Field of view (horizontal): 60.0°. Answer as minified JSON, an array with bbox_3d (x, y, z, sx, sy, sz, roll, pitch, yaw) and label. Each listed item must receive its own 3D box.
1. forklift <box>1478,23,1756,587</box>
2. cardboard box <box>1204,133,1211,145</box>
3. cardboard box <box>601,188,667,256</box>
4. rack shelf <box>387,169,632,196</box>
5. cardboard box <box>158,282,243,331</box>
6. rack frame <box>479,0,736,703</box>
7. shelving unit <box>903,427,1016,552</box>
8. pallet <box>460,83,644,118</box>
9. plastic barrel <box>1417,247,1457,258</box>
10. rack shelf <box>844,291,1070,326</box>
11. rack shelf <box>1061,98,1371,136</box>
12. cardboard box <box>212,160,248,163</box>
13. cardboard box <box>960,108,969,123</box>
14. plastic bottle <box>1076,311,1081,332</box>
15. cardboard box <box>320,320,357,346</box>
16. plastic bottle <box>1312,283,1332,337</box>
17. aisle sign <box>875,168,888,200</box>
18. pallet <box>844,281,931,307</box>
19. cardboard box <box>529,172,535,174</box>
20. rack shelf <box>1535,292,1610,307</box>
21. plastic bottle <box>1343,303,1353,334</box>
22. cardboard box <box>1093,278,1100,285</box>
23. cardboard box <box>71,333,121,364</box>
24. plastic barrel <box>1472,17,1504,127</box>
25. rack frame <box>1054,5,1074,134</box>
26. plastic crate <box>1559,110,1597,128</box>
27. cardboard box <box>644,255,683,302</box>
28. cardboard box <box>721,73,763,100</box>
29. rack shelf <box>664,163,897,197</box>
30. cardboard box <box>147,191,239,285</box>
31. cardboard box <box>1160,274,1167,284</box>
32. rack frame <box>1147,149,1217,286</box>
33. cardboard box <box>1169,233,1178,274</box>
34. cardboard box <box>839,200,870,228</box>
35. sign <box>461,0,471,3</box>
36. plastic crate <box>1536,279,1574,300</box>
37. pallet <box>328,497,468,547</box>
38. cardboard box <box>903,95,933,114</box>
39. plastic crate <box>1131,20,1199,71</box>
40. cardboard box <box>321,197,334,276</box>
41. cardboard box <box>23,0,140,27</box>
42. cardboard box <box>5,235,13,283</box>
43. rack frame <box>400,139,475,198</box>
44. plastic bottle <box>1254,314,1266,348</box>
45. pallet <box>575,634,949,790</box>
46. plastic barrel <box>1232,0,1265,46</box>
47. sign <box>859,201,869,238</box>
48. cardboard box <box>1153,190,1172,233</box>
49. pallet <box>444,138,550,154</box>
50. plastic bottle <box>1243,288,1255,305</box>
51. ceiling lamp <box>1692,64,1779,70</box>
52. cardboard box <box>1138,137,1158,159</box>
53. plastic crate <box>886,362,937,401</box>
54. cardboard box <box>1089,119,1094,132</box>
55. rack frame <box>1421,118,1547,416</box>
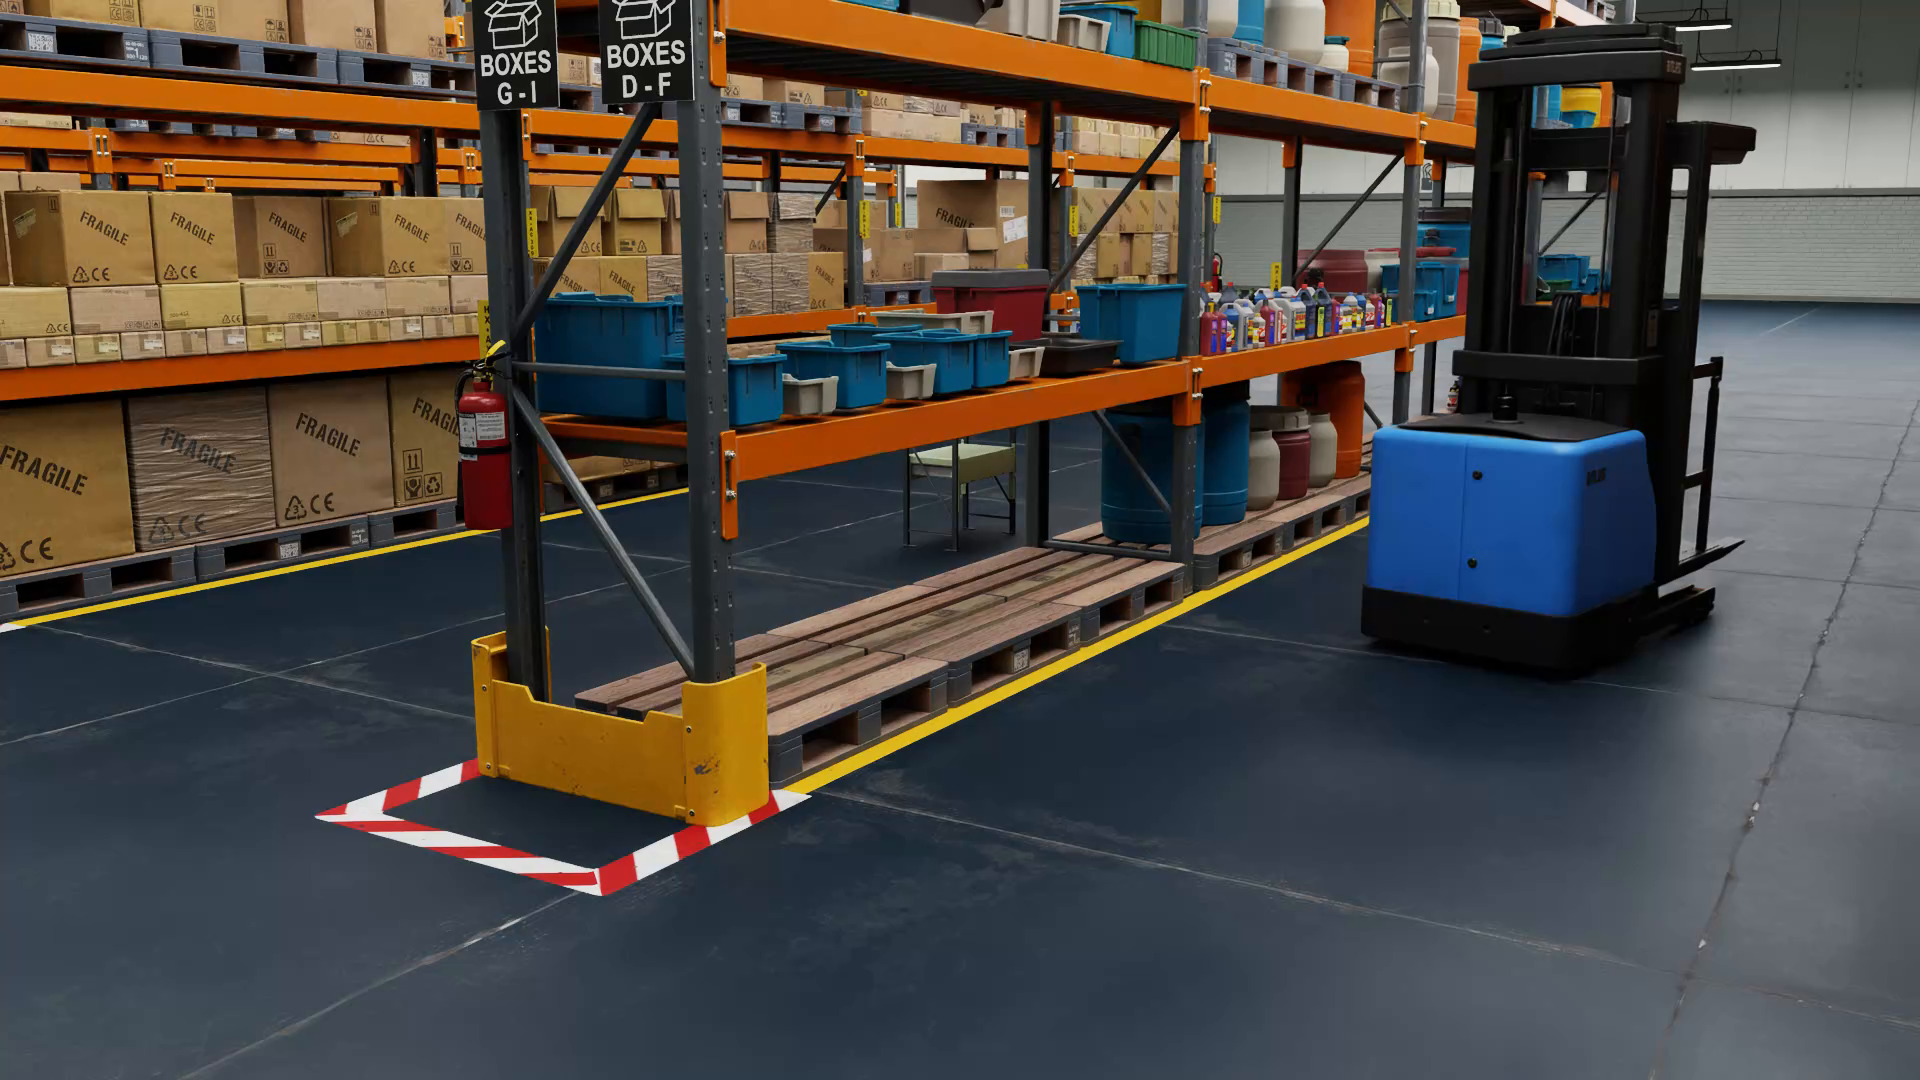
[{"bbox_3d":[3.305,-1.058,8.556,1.121,2.935,3.031,9,14,41],"label":"forklift"},{"bbox_3d":[2.956,-5.094,21.100,0.380,0.149,0.250,6,12,31],"label":"cardboard box"},{"bbox_3d":[-2.706,-2.434,12.720,0.797,0.503,0.637,7,12,31],"label":"cardboard box"},{"bbox_3d":[-6.674,-5.324,24.958,1.077,0.370,4.000,6,12,31],"label":"rack shelf"},{"bbox_3d":[-4.465,-1.338,9.462,0.500,0.250,0.500,6,12,29],"label":"cardboard box"},{"bbox_3d":[-1.240,-0.581,5.822,1.000,3.000,0.127,6,12,31],"label":"rack frame"},{"bbox_3d":[0.003,-0.738,10.736,0.431,1.500,0.755,6,12,31],"label":"shelving unit"},{"bbox_3d":[-2.963,-3.213,12.247,0.805,0.209,1.217,6,12,28],"label":"pallet"},{"bbox_3d":[4.306,-2.406,15.199,0.433,0.535,0.433,0,11,0],"label":"plastic barrel"},{"bbox_3d":[-0.281,-2.274,16.817,1.077,0.370,4.000,6,12,31],"label":"rack shelf"},{"bbox_3d":[1.875,-2.716,10.640,0.831,0.071,3.687,6,12,31],"label":"rack shelf"},{"bbox_3d":[-9.289,-4.931,20.634,0.700,0.500,0.500,6,12,31],"label":"cardboard box"},{"bbox_3d":[-0.131,-4.203,16.511,0.380,0.166,0.250,6,12,29],"label":"cardboard box"},{"bbox_3d":[0.765,-1.242,9.690,0.152,0.276,0.135,6,12,31],"label":"plastic bottle"},{"bbox_3d":[-3.942,-1.279,10.230,0.380,0.149,0.250,6,12,30],"label":"cardboard box"},{"bbox_3d":[2.356,-1.510,10.917,0.144,0.351,0.185,6,12,31],"label":"plastic bottle"},{"bbox_3d":[-1.060,-5.321,24.074,0.394,0.787,0.004,6,12,31],"label":"aisle sign"},{"bbox_3d":[-1.041,-2.341,15.741,1.213,0.211,1.003,6,12,31],"label":"pallet"},{"bbox_3d":[-6.539,-5.508,24.669,0.380,0.149,0.250,6,12,31],"label":"cardboard box"},{"bbox_3d":[6.028,-2.430,17.650,1.077,0.370,4.000,6,12,31],"label":"rack shelf"},{"bbox_3d":[2.620,-1.508,11.313,0.097,0.201,0.097,0,11,0],"label":"plastic bottle"},{"bbox_3d":[1.373,-2.903,18.909,0.380,0.149,0.250,6,12,31],"label":"cardboard box"},{"bbox_3d":[-4.742,-1.036,8.934,0.380,0.149,0.250,6,12,29],"label":"cardboard box"},{"bbox_3d":[4.232,-3.883,13.944,0.600,0.901,0.708,6,12,31],"label":"plastic barrel"},{"bbox_3d":[0.757,-5.891,17.879,1.000,3.000,0.127,6,12,31],"label":"rack frame"},{"bbox_3d":[6.334,-4.236,17.233,0.392,0.384,0.575,6,12,31],"label":"plastic crate"},{"bbox_3d":[-2.424,-1.939,12.803,0.500,0.500,0.500,6,12,29],"label":"cardboard box"},{"bbox_3d":[-1.948,-3.796,13.427,0.500,0.500,0.500,7,13,34],"label":"cardboard box"},{"bbox_3d":[-2.391,-4.867,22.517,1.077,0.370,4.000,6,12,31],"label":"rack shelf"},{"bbox_3d":[-4.470,-1.706,9.391,0.500,0.500,0.500,6,12,29],"label":"cardboard box"},{"bbox_3d":[2.338,-3.226,20.632,0.380,0.149,0.250,6,12,31],"label":"cardboard box"},{"bbox_3d":[2.834,-3.571,21.791,1.000,3.000,0.127,6,12,31],"label":"rack frame"},{"bbox_3d":[2.368,-3.592,20.825,0.875,0.500,0.500,6,12,31],"label":"cardboard box"},{"bbox_3d":[-1.785,-4.515,23.493,0.875,0.550,0.550,6,12,31],"label":"cardboard box"},{"bbox_3d":[-1.719,-2.054,5.823,0.100,0.325,0.005,6,12,31],"label":"sign"},{"bbox_3d":[5.936,-2.551,16.919,0.450,0.188,0.662,6,12,31],"label":"plastic crate"},{"bbox_3d":[-3.858,-0.201,11.368,1.003,0.211,1.213,6,12,31],"label":"pallet"},{"bbox_3d":[-0.589,-4.211,15.427,0.500,0.500,0.500,6,12,31],"label":"cardboard box"},{"bbox_3d":[0.875,-2.485,8.416,0.450,0.188,0.662,6,12,31],"label":"plastic crate"},{"bbox_3d":[-4.126,-1.997,10.946,0.500,0.500,0.500,6,12,31],"label":"cardboard box"},{"bbox_3d":[-4.854,-2.997,8.892,0.700,0.500,0.500,6,12,29],"label":"cardboard box"},{"bbox_3d":[-7.863,-2.184,13.304,0.500,0.500,0.500,6,12,29],"label":"cardboard box"},{"bbox_3d":[-5.506,-2.802,17.687,1.000,3.000,0.127,6,12,31],"label":"rack frame"},{"bbox_3d":[1.777,-1.253,9.950,0.097,0.201,0.097,0,11,0],"label":"plastic bottle"},{"bbox_3d":[-0.779,0.663,6.752,1.003,0.211,1.213,6,12,31],"label":"pallet"},{"bbox_3d":[1.592,-3.421,10.334,0.600,0.901,0.708,6,12,31],"label":"plastic barrel"},{"bbox_3d":[-0.844,-2.829,14.684,0.100,0.325,0.005,6,12,31],"label":"sign"},{"bbox_3d":[2.243,-3.990,20.233,0.500,0.500,0.500,6,12,31],"label":"cardboard box"},{"bbox_3d":[-5.218,-4.290,17.996,1.213,0.211,1.003,7,13,33],"label":"pallet"},{"bbox_3d":[2.064,-1.656,11.877,0.061,0.283,0.133,6,12,31],"label":"plastic bottle"},{"bbox_3d":[18.835,-11.477,40.400,1.941,0.041,0.237,6,12,31],"label":"ceiling lamp"},{"bbox_3d":[2.014,-4.633,19.722,0.500,0.250,0.500,6,12,30],"label":"cardboard box"},{"bbox_3d":[-0.241,-0.638,6.678,0.250,0.136,0.298,6,12,31],"label":"plastic crate"},{"bbox_3d":[1.269,-4.608,18.506,0.380,0.149,0.250,6,12,28],"label":"cardboard box"},{"bbox_3d":[4.990,-2.469,15.903,1.000,3.000,0.127,6,12,31],"label":"rack frame"}]
